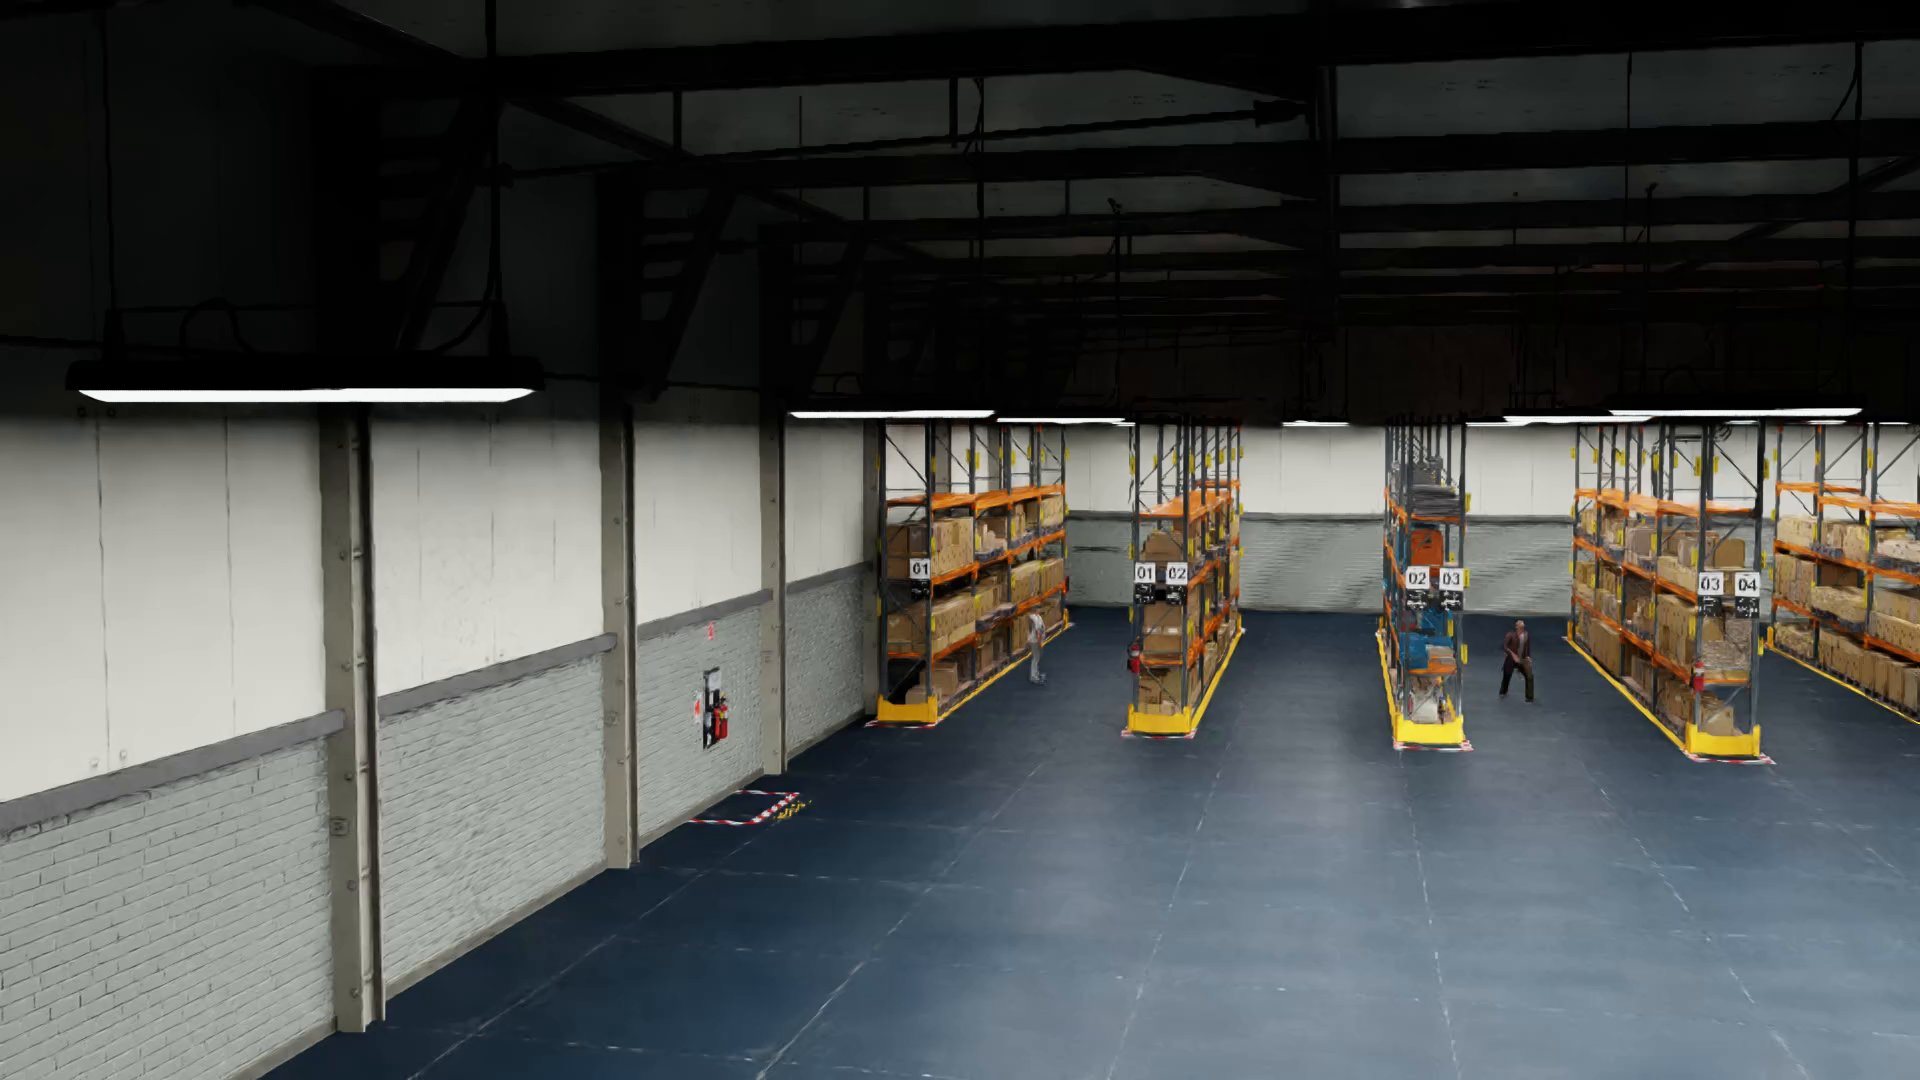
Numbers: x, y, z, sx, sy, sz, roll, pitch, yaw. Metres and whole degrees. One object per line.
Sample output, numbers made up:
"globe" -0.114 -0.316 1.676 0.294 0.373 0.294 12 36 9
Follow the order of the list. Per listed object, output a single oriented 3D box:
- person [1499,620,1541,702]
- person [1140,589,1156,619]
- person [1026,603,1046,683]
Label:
"person" 11.634 2.504 34.743 0.724 1.713 0.901 0 4 -3
"person" 5.723 1.582 49.394 0.688 1.622 0.505 -2 5 -32
"person" 1.758 2.295 37.470 0.492 1.767 0.626 -1 4 -12
